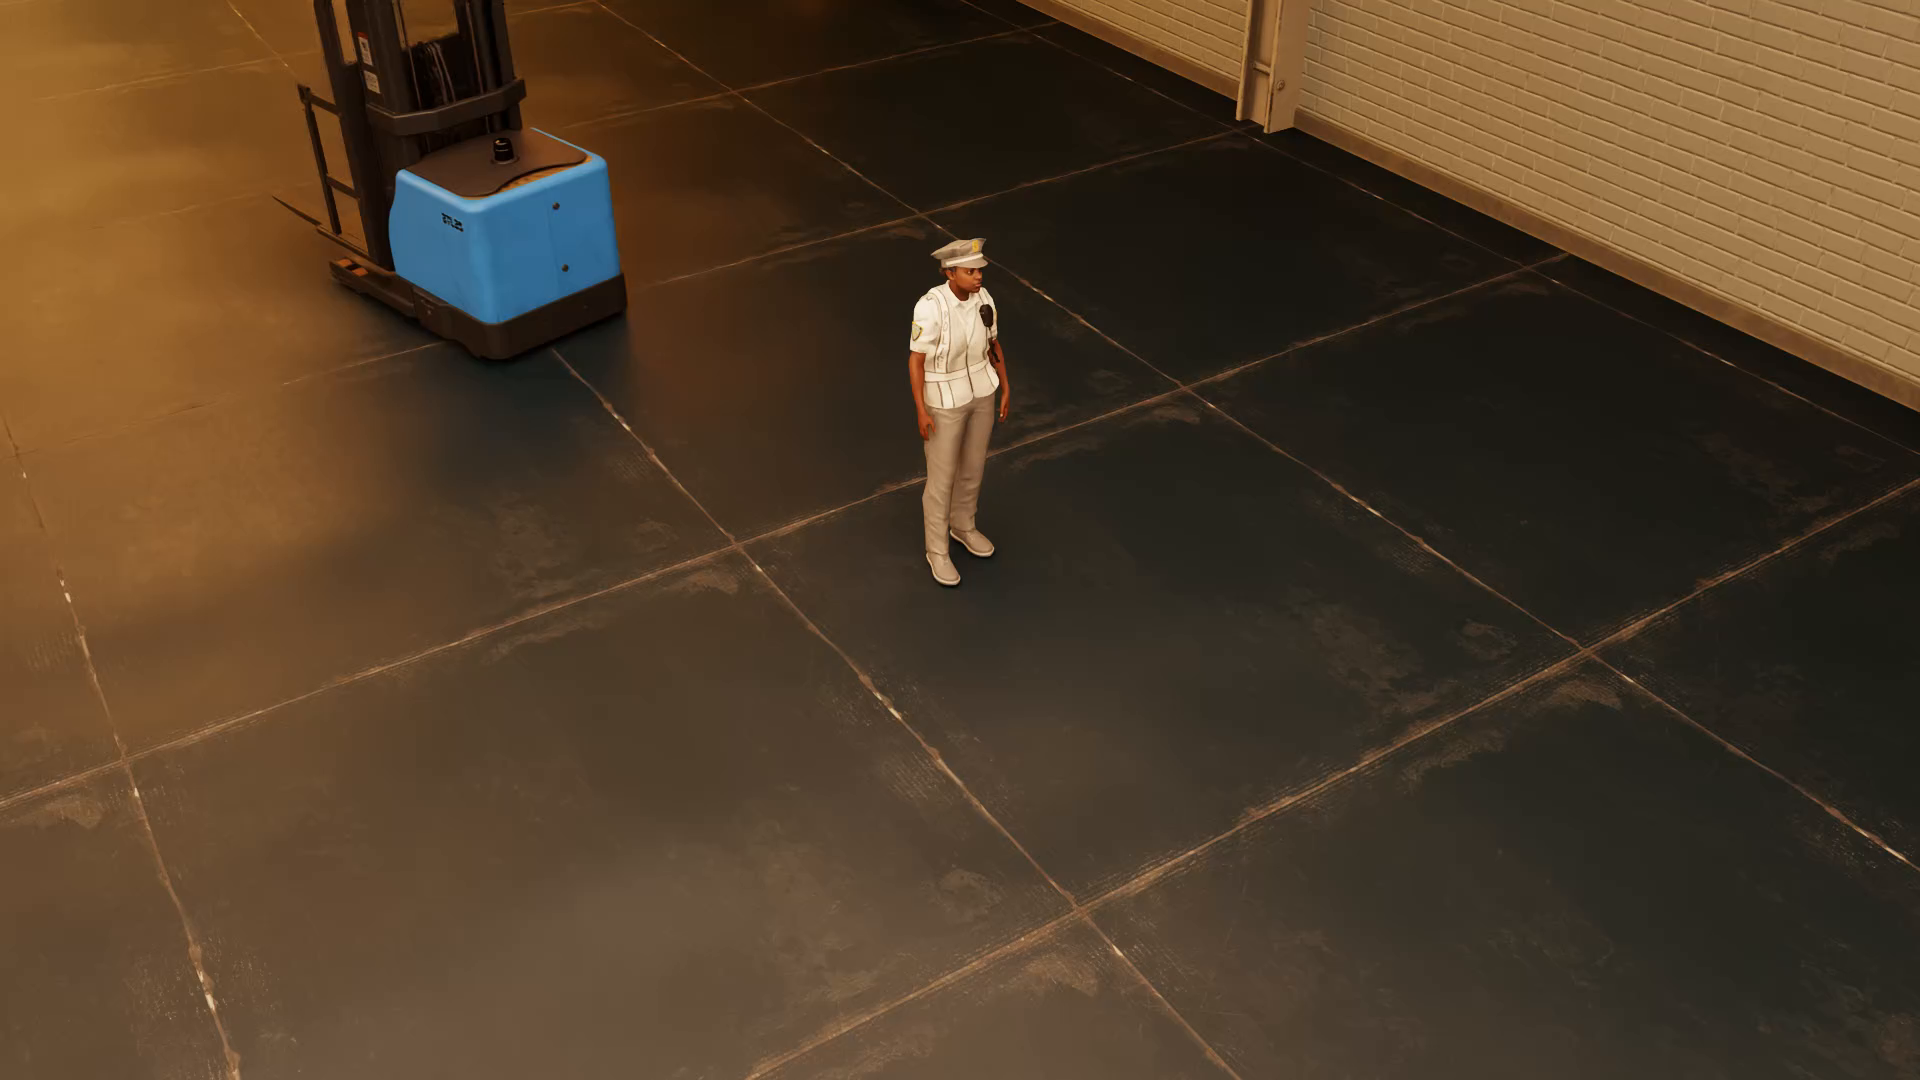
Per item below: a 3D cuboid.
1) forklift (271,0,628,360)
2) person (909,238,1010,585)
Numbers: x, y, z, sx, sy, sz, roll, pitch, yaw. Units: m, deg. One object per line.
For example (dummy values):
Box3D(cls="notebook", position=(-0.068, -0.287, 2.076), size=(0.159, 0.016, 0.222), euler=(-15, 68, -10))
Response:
Box3D(cls="forklift", position=(-3.564, -3.027, 10.456), size=(3.031, 2.935, 1.130), euler=(28, 44, 34))
Box3D(cls="person", position=(0.024, -0.657, 8.146), size=(0.569, 1.694, 0.530), euler=(-21, 40, -27))
